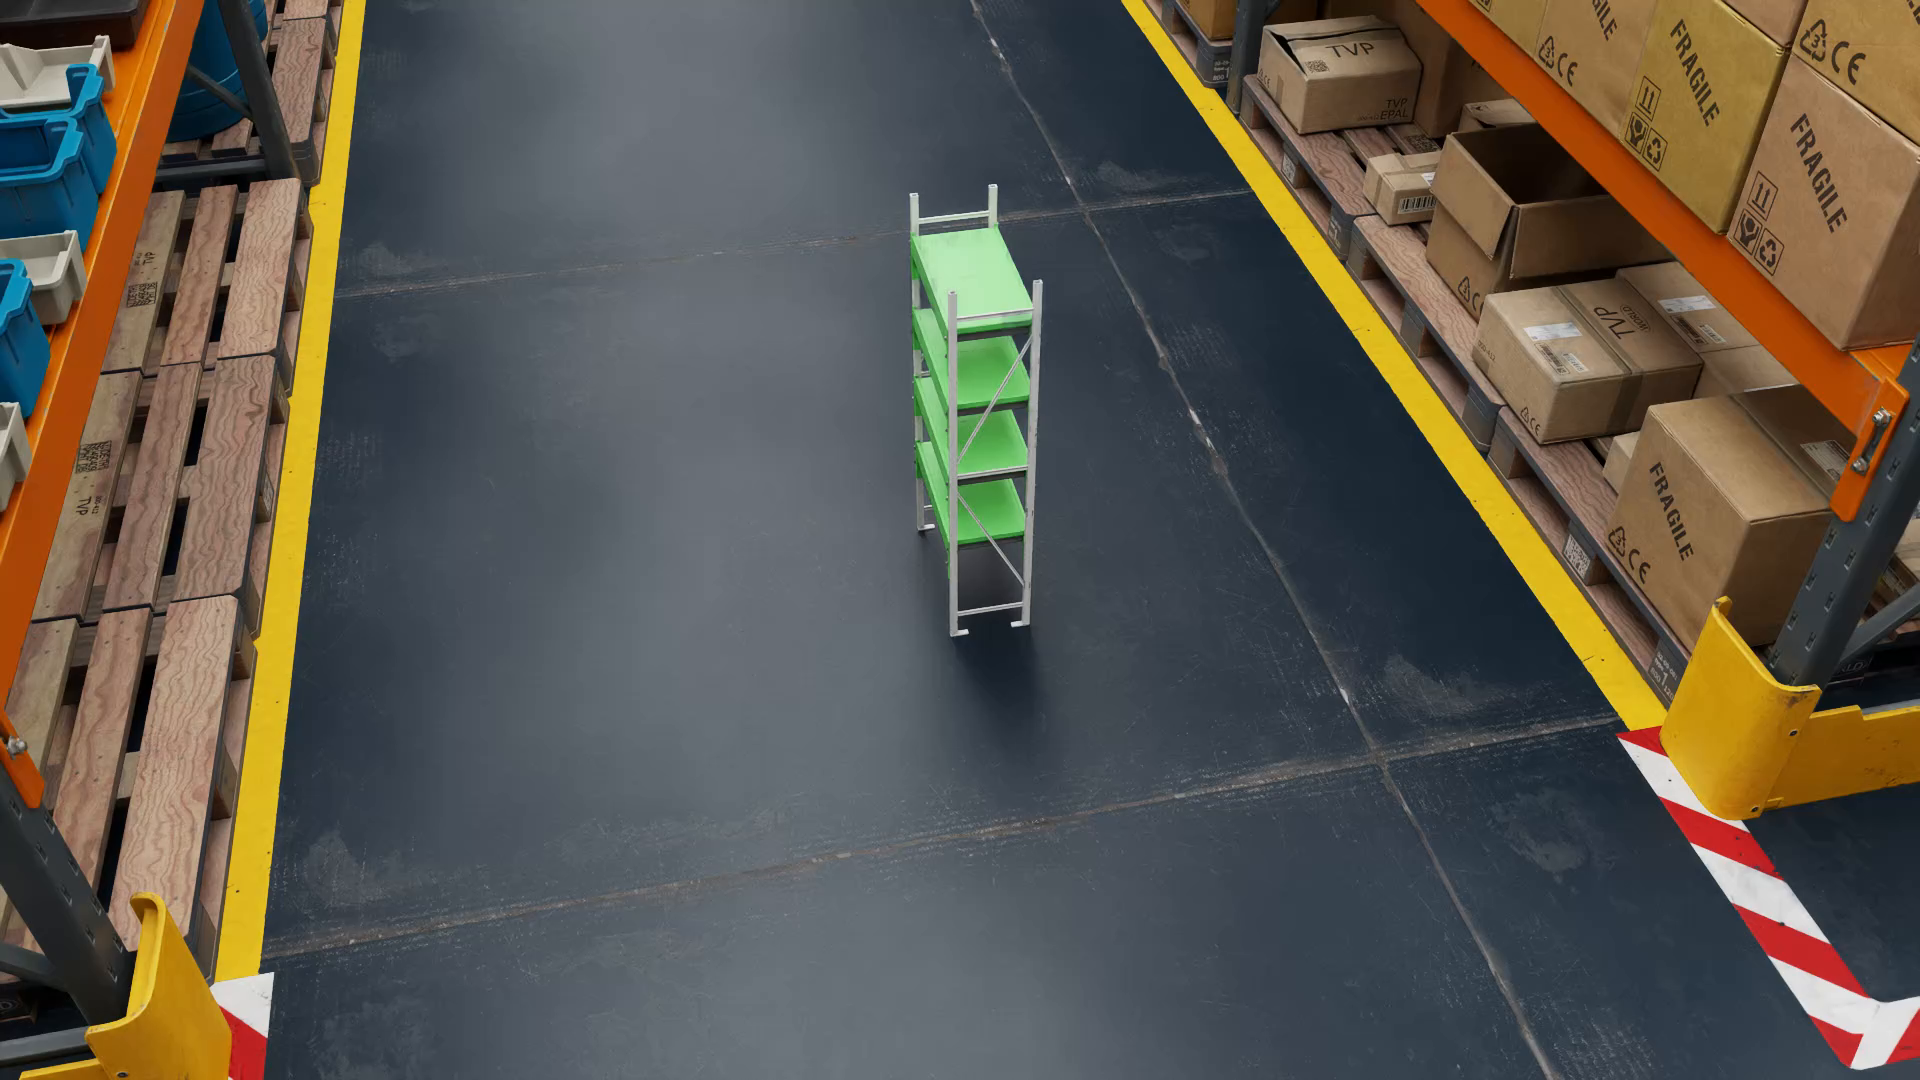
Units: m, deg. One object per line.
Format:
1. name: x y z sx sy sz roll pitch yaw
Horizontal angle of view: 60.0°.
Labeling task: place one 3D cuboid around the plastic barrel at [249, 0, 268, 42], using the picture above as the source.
1. plastic barrel: -3.401 -2.586 7.168 0.600 0.901 0.708 -8 42 -9

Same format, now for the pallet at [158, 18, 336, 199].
1. pallet: -3.273 -1.863 7.190 1.003 0.211 1.213 -8 42 -9

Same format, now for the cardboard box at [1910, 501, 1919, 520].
1. cardboard box: 2.744 -0.102 4.908 0.380 0.166 0.250 -8 42 -9

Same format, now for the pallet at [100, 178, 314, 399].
1. pallet: -2.951 -0.886 6.089 1.003 0.211 1.213 -8 42 -9

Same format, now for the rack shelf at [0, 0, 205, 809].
1. rack shelf: -2.716 -0.834 4.472 1.077 0.370 4.000 -8 42 -9

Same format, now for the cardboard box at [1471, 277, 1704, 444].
1. cardboard box: 2.020 -0.588 5.392 0.500 0.250 0.500 -8 42 -9

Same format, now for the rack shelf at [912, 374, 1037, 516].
1. rack shelf: 0.036 -0.294 4.773 0.258 0.148 0.480 -8 42 -9

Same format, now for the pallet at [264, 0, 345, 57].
1. pallet: -3.540 -2.655 8.082 1.003 0.211 1.213 -8 42 -9

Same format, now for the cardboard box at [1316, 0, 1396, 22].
1. cardboard box: 1.823 -2.685 7.567 0.500 0.500 0.500 -10 43 -11

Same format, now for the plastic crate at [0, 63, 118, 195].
1. plastic crate: -2.365 -1.022 4.223 0.416 0.233 0.300 -8 42 -9

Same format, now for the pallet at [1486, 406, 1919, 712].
1. pallet: 2.364 -0.037 5.133 1.003 0.211 1.213 -8 42 -9

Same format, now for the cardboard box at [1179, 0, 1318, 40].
1. cardboard box: 1.303 -2.616 7.489 0.500 0.500 0.500 -9 42 -10

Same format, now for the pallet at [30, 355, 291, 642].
1. pallet: -2.684 -0.093 5.196 1.003 0.211 1.213 -8 42 -9

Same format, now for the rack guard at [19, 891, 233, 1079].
1. rack guard: -2.266 1.142 3.587 1.175 0.500 0.348 -8 42 -9

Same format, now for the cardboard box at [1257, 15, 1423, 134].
1. cardboard box: 1.569 -1.963 6.896 0.500 0.311 0.500 -8 42 -9

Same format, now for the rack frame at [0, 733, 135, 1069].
1. rack frame: -2.284 0.193 2.773 1.000 3.000 0.127 -8 42 -9

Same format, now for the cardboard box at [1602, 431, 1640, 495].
1. cardboard box: 2.196 -0.212 5.032 0.380 0.166 0.250 -8 42 -9

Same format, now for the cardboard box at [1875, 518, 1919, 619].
1. cardboard box: 2.798 0.067 4.731 0.380 0.149 0.250 -8 42 -9

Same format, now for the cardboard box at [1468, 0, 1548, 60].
1. cardboard box: 1.864 -1.790 4.931 0.500 0.500 0.500 -9 42 -10

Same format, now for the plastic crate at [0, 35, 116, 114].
1. plastic crate: -2.478 -1.238 4.538 0.293 0.136 0.466 -8 42 -9

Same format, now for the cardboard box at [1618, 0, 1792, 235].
1. cardboard box: 2.075 -1.139 4.198 0.500 0.500 0.500 -8 42 -9

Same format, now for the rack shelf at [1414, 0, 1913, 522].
1. rack shelf: 2.121 -1.542 5.269 1.077 0.370 4.000 -8 42 -9

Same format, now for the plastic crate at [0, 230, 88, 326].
1. plastic crate: -2.151 -0.597 3.817 0.250 0.136 0.298 -8 42 -9

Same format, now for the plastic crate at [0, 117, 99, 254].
1. plastic crate: -2.300 -0.827 4.004 0.416 0.233 0.300 -8 42 -9

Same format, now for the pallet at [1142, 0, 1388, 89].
1. pallet: 1.477 -2.586 8.004 1.003 0.211 1.213 -8 42 -9

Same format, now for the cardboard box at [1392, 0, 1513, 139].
1. cardboard box: 2.090 -2.008 6.804 0.500 0.500 0.500 -8 42 -9

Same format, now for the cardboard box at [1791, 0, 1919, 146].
1. cardboard box: 2.189 -1.175 3.485 0.500 0.500 0.500 -9 42 -10

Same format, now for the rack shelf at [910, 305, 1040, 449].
1. rack shelf: 0.036 -0.473 4.614 0.258 0.148 0.480 -8 42 -9

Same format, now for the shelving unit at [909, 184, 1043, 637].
1. shelving unit: 0.036 -0.341 4.731 0.258 1.200 0.503 -8 42 -9

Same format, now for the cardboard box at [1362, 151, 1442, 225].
1. cardboard box: 1.766 -1.350 6.314 0.380 0.166 0.250 -8 42 -9

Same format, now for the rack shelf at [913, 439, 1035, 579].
1. rack shelf: 0.036 -0.114 4.933 0.258 0.148 0.480 -8 42 -9

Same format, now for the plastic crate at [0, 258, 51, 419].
1. plastic crate: -2.158 -0.401 3.523 0.416 0.233 0.300 -8 42 -9

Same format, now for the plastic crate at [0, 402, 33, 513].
1. plastic crate: -2.004 -0.158 3.322 0.250 0.136 0.298 -8 42 -9

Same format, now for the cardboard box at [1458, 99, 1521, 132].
1. cardboard box: 2.229 -1.642 6.657 0.380 0.149 0.250 -8 42 -9

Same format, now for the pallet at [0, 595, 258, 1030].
1. pallet: -2.424 0.696 4.307 1.003 0.211 1.213 -8 42 -9

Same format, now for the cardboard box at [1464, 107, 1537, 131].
1. cardboard box: 2.252 -1.451 6.319 0.500 0.311 0.500 -8 42 -9

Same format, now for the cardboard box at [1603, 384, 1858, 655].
1. cardboard box: 2.195 -0.061 4.611 0.500 0.500 0.500 -8 42 -9

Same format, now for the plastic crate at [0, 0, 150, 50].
1. plastic crate: -2.644 -1.632 4.991 0.437 0.125 0.590 -8 42 -9

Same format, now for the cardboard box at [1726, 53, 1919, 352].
1. cardboard box: 2.191 -0.803 3.820 0.500 0.500 0.500 -7 42 -8

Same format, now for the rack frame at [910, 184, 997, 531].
1. rack frame: -0.017 -0.500 4.909 0.240 1.200 0.015 -8 42 -9

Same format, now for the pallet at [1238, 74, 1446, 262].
1. pallet: 1.837 -1.619 6.915 1.003 0.211 1.213 -8 42 -9

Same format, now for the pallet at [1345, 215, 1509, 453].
1. pallet: 2.104 -0.826 6.022 1.003 0.211 1.213 -8 42 -9

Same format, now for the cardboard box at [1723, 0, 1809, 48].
1. cardboard box: 2.079 -1.502 3.854 0.500 0.500 0.500 -7 42 -8

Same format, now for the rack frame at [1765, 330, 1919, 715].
1. rack frame: 2.553 -0.514 3.570 1.000 3.000 0.127 -8 42 -9

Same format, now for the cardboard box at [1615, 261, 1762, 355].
1. cardboard box: 2.497 -0.692 5.510 0.500 0.250 0.500 -8 42 -9

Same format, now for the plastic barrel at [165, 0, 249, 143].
1. plastic barrel: -3.248 -2.127 6.651 0.600 0.901 0.708 -8 42 -9

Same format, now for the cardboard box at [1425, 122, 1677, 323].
1. cardboard box: 2.100 -1.121 5.802 0.797 0.503 0.637 -8 42 -9

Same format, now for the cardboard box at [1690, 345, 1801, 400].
1. cardboard box: 2.605 -0.368 5.145 0.500 0.250 0.500 -8 42 -9

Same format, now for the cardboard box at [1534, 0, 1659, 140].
1. cardboard box: 1.973 -1.463 4.563 0.500 0.500 0.500 -8 42 -9

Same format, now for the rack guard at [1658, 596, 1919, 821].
1. rack guard: 2.537 0.371 4.455 1.175 0.500 0.348 -8 42 -9

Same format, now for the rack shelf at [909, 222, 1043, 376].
1. rack shelf: 0.036 -0.653 4.455 0.258 0.148 0.480 -8 42 -9

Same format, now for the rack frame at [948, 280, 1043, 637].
1. rack frame: 0.088 -0.183 4.553 0.240 1.200 0.015 -8 42 -9

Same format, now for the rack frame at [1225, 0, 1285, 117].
1. rack frame: 1.690 -3.107 6.491 1.000 3.000 0.127 -8 42 -9

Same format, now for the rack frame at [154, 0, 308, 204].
1. rack frame: -3.148 -2.400 5.694 1.000 3.000 0.127 -8 42 -9
